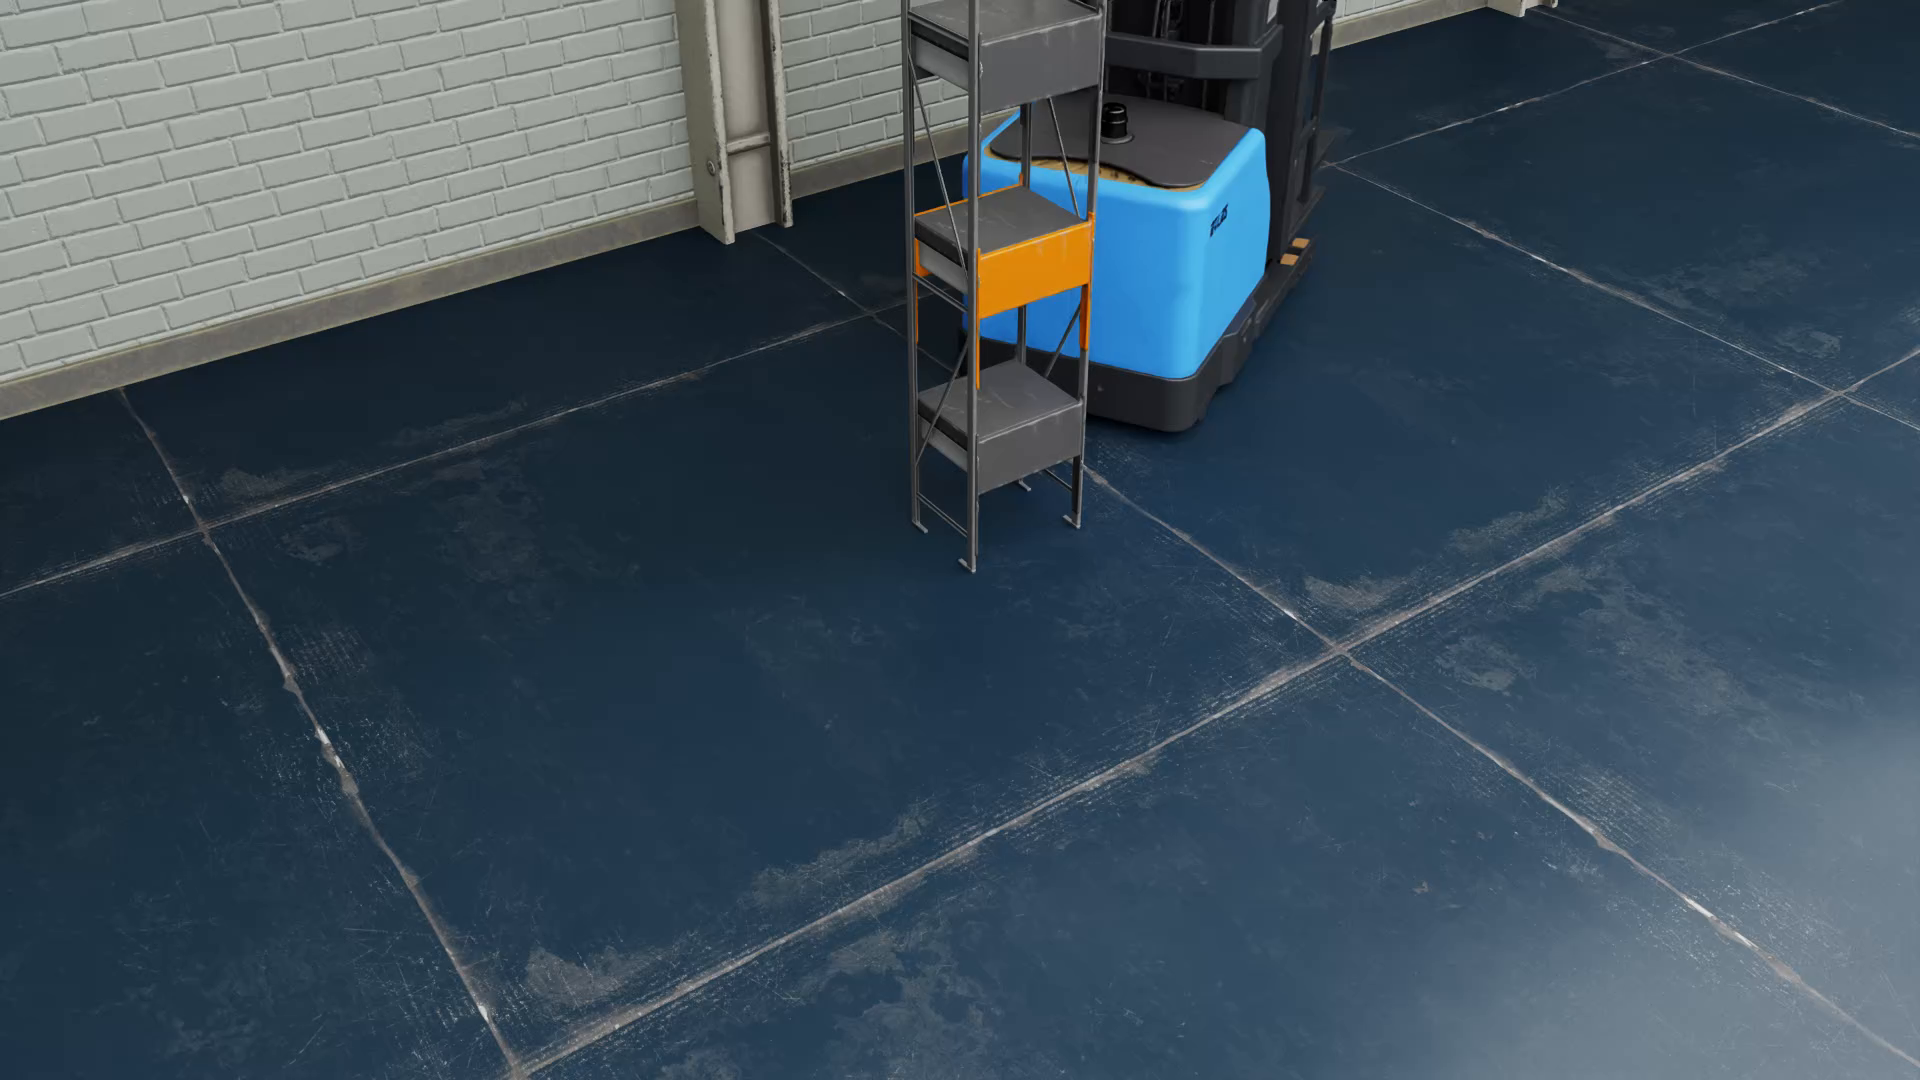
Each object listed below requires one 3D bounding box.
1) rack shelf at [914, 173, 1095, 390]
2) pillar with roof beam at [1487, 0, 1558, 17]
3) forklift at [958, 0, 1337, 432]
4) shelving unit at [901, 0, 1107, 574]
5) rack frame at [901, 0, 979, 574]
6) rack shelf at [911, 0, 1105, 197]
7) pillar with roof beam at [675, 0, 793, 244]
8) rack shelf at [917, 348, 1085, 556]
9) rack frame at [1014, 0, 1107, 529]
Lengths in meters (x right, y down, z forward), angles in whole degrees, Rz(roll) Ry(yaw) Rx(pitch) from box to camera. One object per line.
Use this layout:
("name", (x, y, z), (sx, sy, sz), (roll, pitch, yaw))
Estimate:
("rack shelf", (0.135, -0.897, 5.722), (0.480, 0.518, 0.431), (-22, 41, -28))
("pillar with roof beam", (6.287, -5.231, 5.816), (0.400, 9.000, 9.100), (-22, 41, -28))
("forklift", (1.072, -2.479, 7.187), (1.130, 2.935, 3.031), (15, 38, 20))
("shelving unit", (0.135, -0.908, 5.714), (0.503, 2.100, 0.431), (-22, 41, -28))
("rack frame", (-0.064, -0.826, 5.600), (0.015, 2.100, 0.400), (-22, 41, -28))
("rack shelf", (0.135, -1.465, 5.314), (0.480, 0.518, 0.431), (-22, 41, -28))
("pillar with roof beam", (1.383, -3.213, 3.010), (0.400, 9.000, 9.100), (-22, 41, -28))
("rack shelf", (0.135, -0.329, 6.131), (0.480, 0.518, 0.431), (-22, 41, -28))
("rack frame", (0.335, -0.990, 5.828), (0.015, 2.100, 0.400), (-22, 41, -28))
